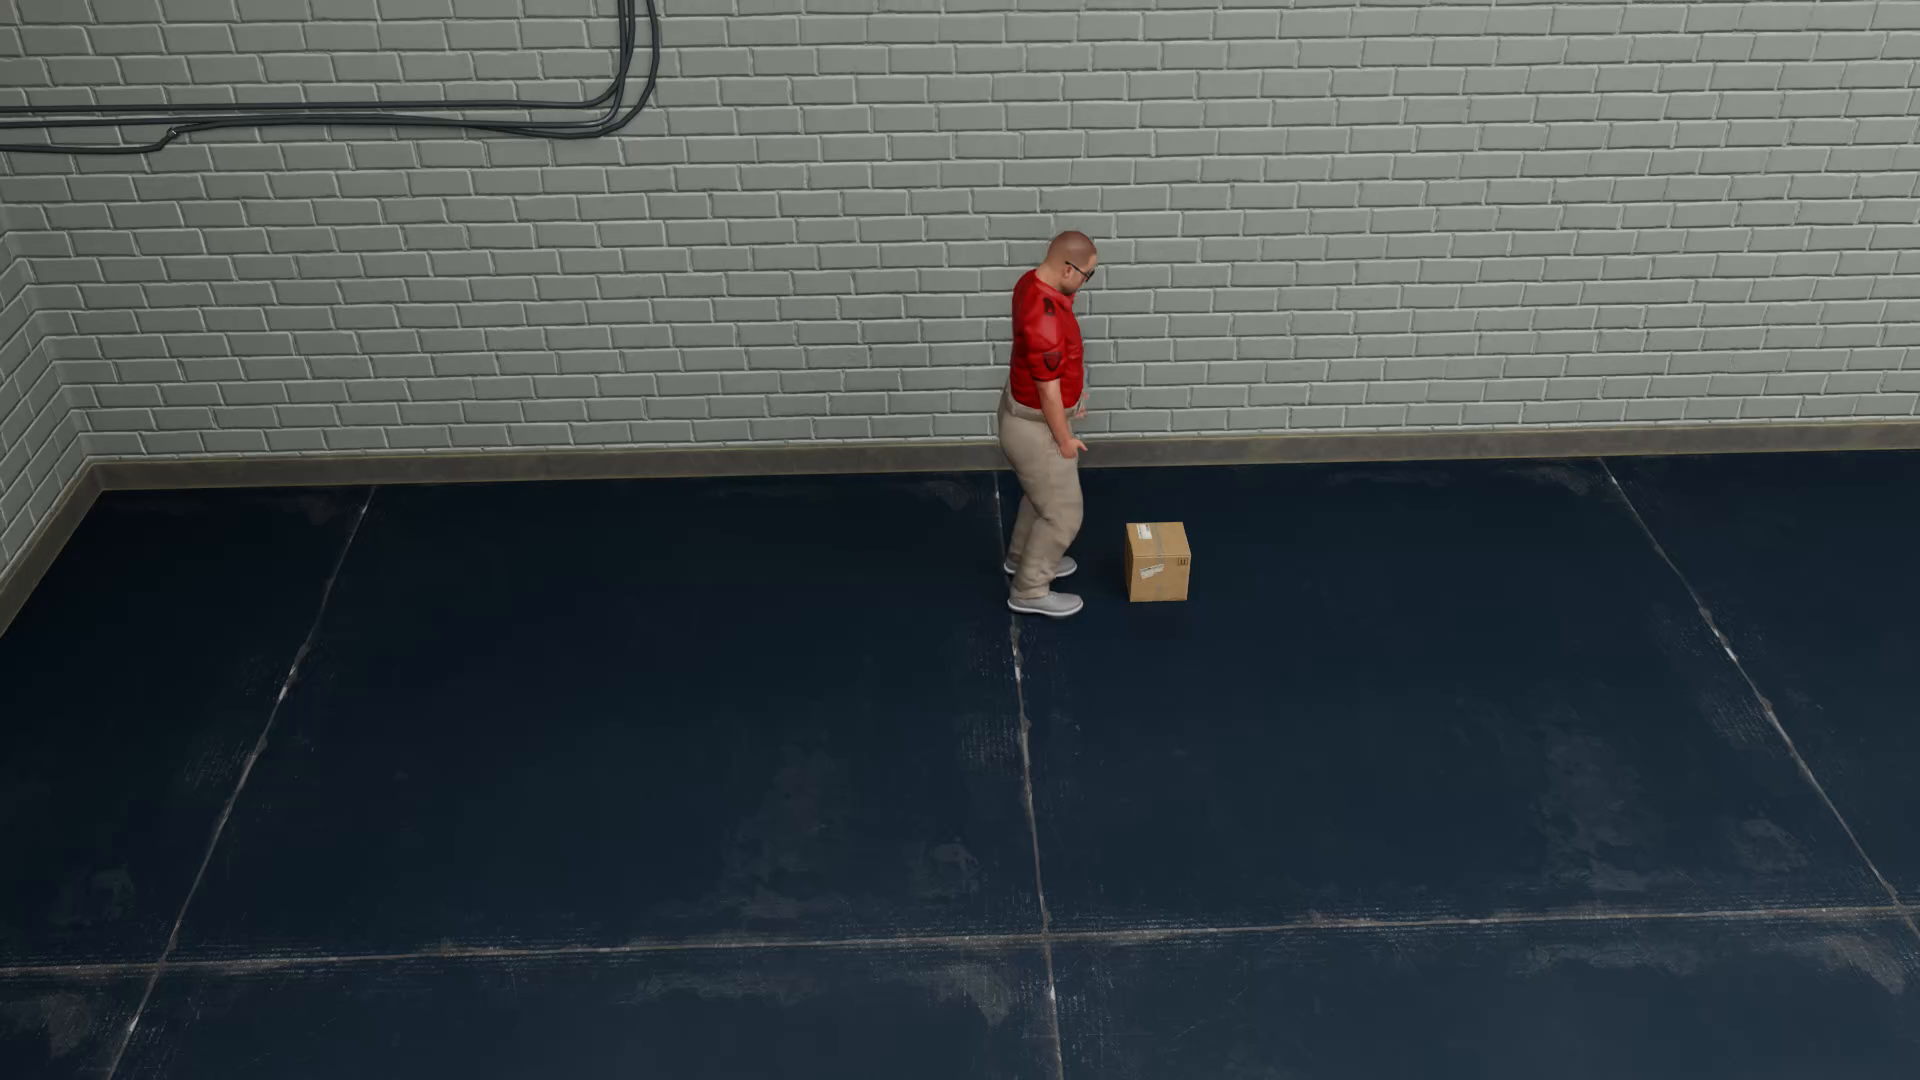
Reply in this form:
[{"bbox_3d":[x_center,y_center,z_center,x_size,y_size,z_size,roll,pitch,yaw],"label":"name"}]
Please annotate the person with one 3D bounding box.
[{"bbox_3d":[0.355,-0.491,6.902,0.402,1.694,0.550,-1,35,-1],"label":"person"}]
